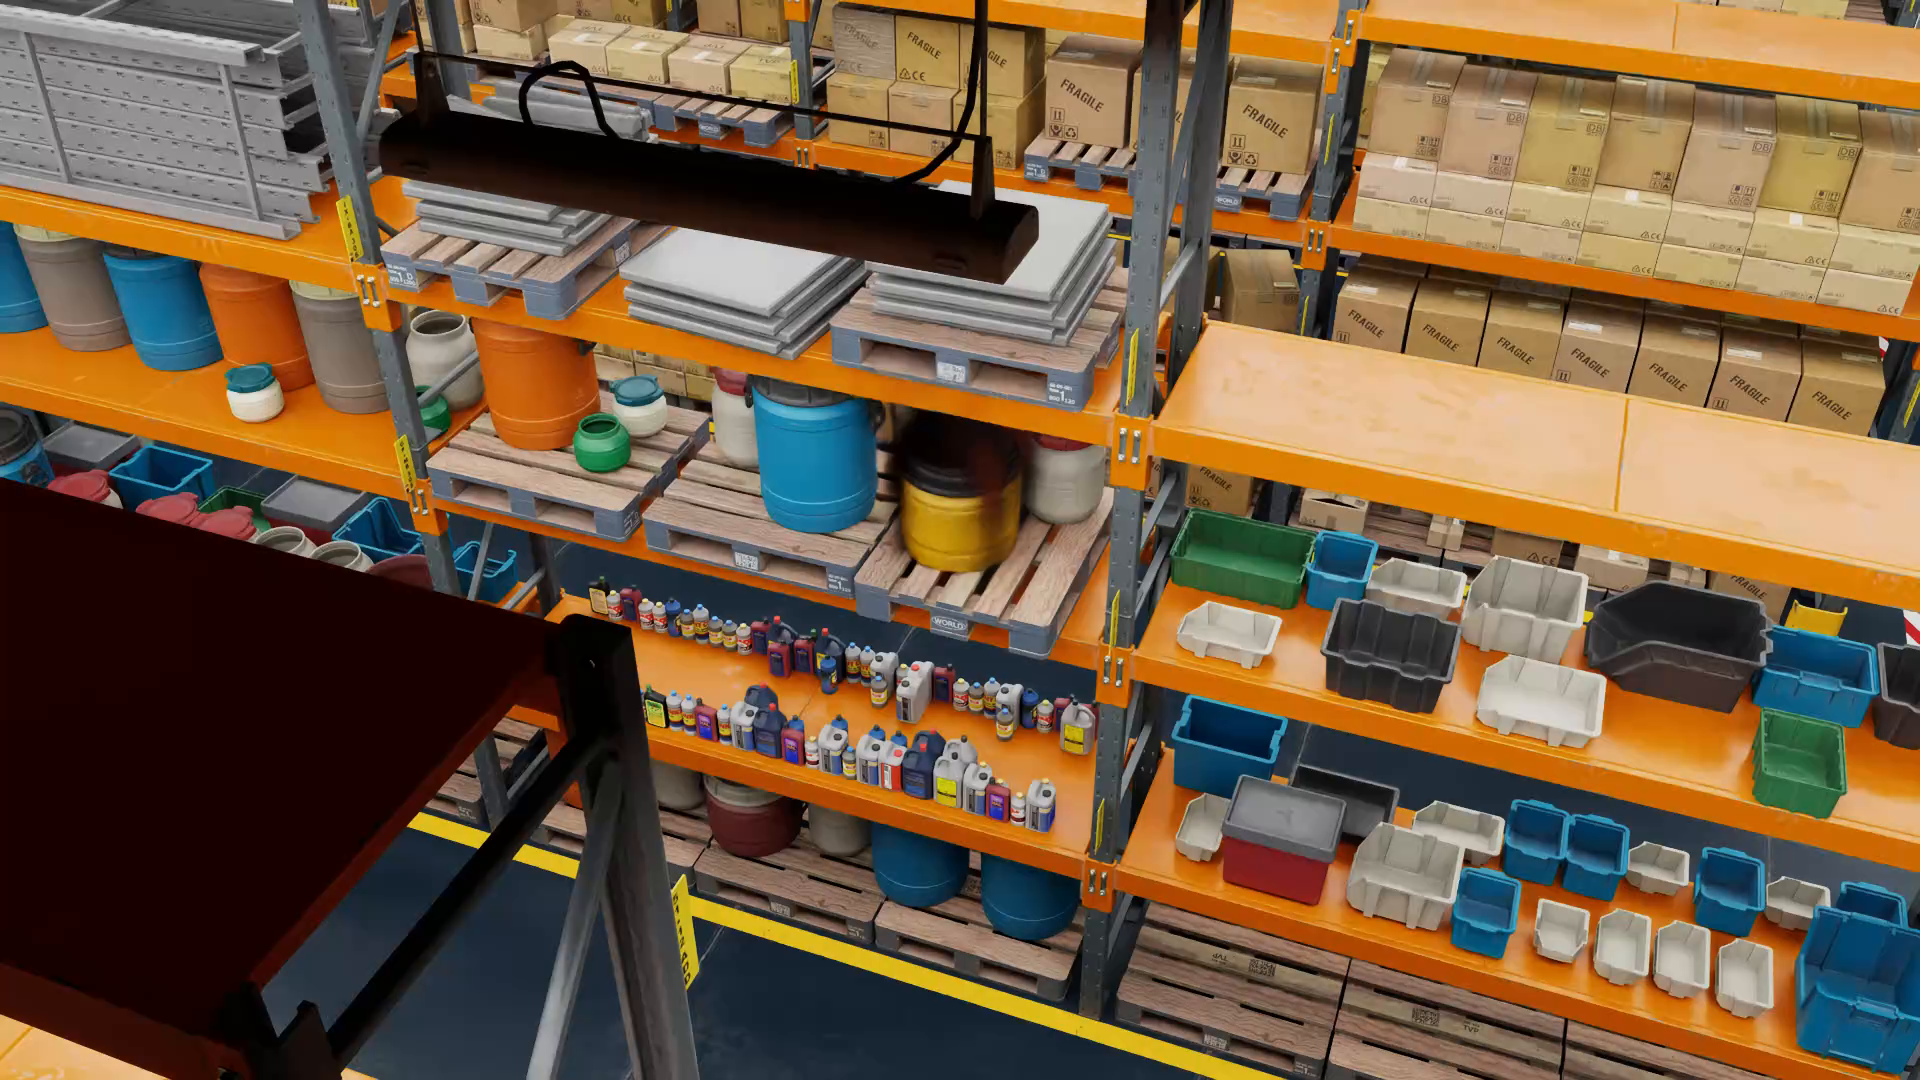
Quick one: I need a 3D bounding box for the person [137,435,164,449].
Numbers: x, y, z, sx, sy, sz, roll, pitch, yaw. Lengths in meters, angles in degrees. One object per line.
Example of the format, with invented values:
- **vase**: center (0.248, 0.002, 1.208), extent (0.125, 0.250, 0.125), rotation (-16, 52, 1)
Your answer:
- **person**: center (-6.865, -1.192, 13.571), extent (0.650, 1.794, 0.665), rotation (-29, 45, -33)
